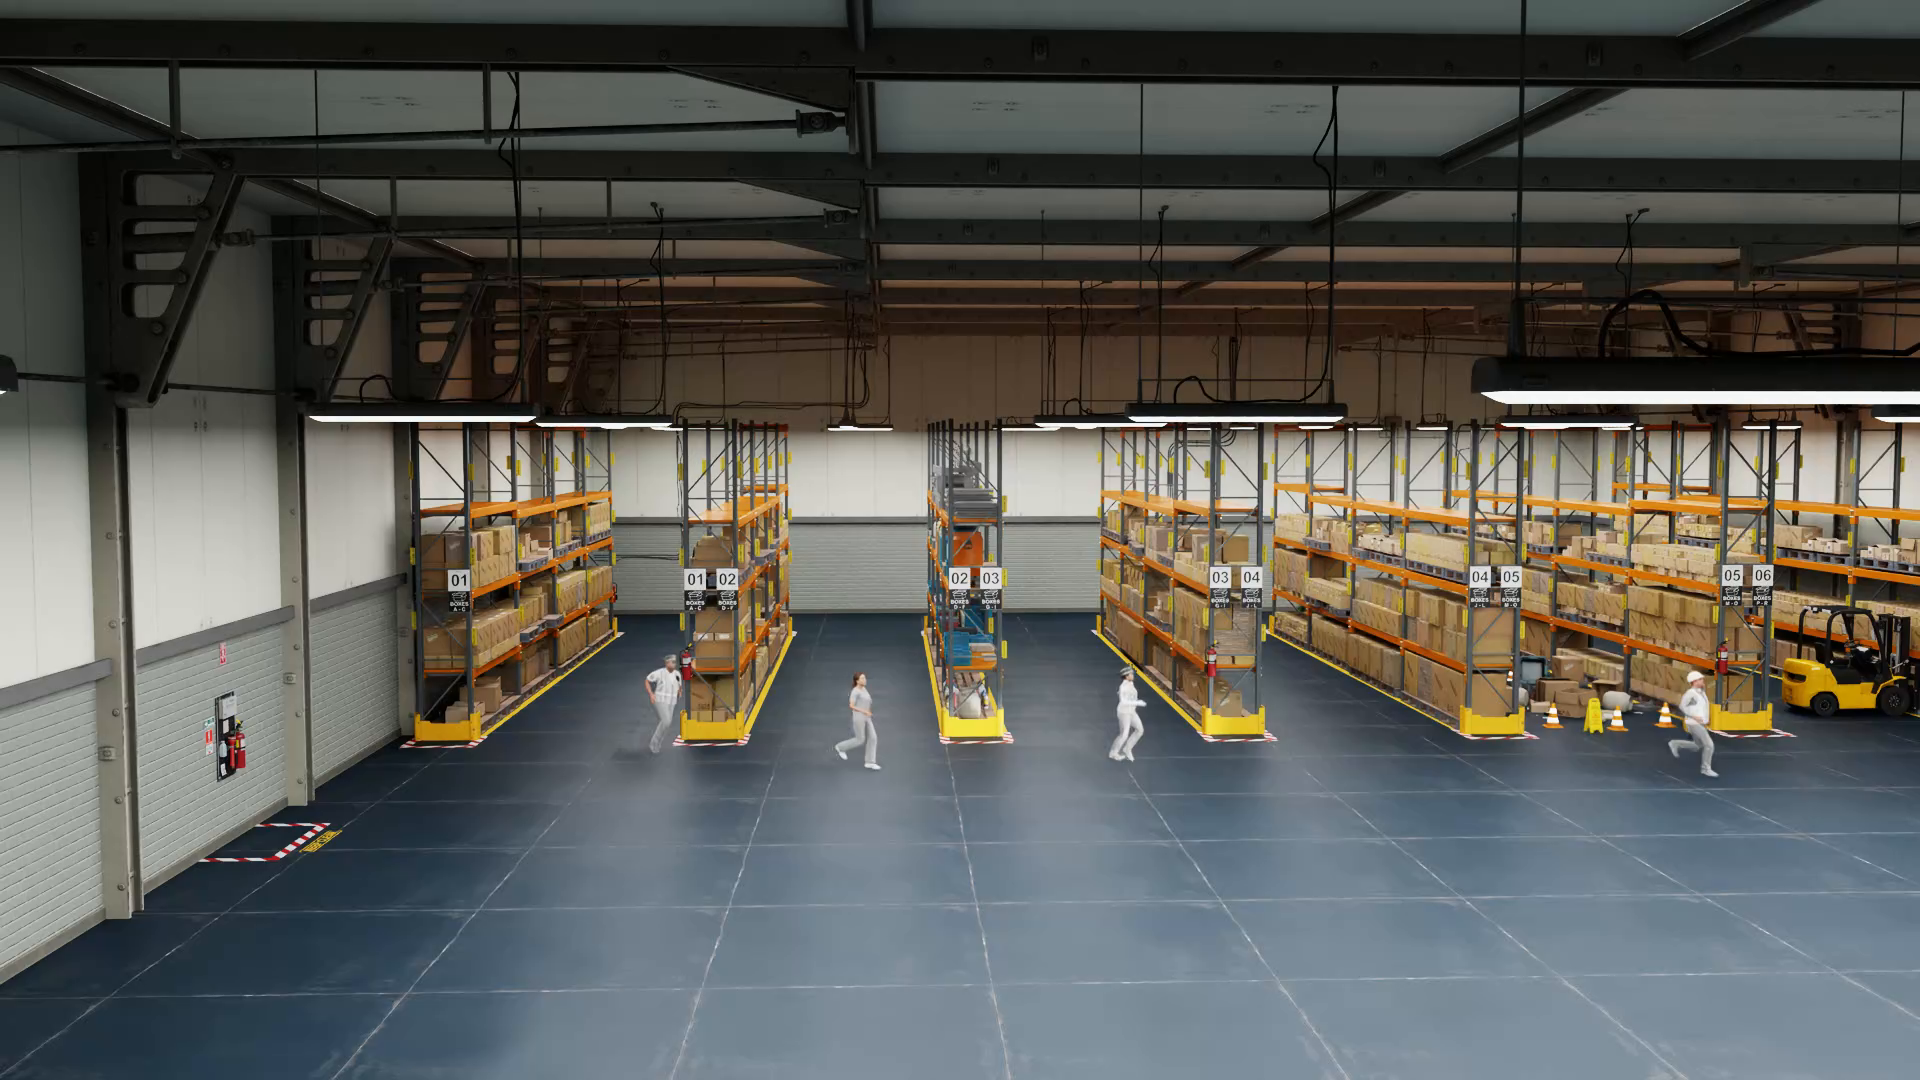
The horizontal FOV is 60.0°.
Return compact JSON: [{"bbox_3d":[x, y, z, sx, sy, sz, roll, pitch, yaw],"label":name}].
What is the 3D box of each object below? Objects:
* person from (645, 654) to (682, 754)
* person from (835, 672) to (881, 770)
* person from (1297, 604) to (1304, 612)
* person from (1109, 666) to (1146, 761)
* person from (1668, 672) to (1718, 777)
[{"bbox_3d":[-5.296,2.950,29.974,0.668,1.765,0.723,3,5,40],"label":"person"},{"bbox_3d":[-1.728,3.085,28.487,0.866,1.664,0.576,2,4,25],"label":"person"},{"bbox_3d":[10.117,1.731,49.133,0.750,1.718,0.577,-4,5,-45],"label":"person"},{"bbox_3d":[2.944,3.034,28.997,0.691,1.702,0.564,2,4,24],"label":"person"},{"bbox_3d":[12.370,3.083,28.034,0.847,1.744,0.659,3,5,38],"label":"person"}]
